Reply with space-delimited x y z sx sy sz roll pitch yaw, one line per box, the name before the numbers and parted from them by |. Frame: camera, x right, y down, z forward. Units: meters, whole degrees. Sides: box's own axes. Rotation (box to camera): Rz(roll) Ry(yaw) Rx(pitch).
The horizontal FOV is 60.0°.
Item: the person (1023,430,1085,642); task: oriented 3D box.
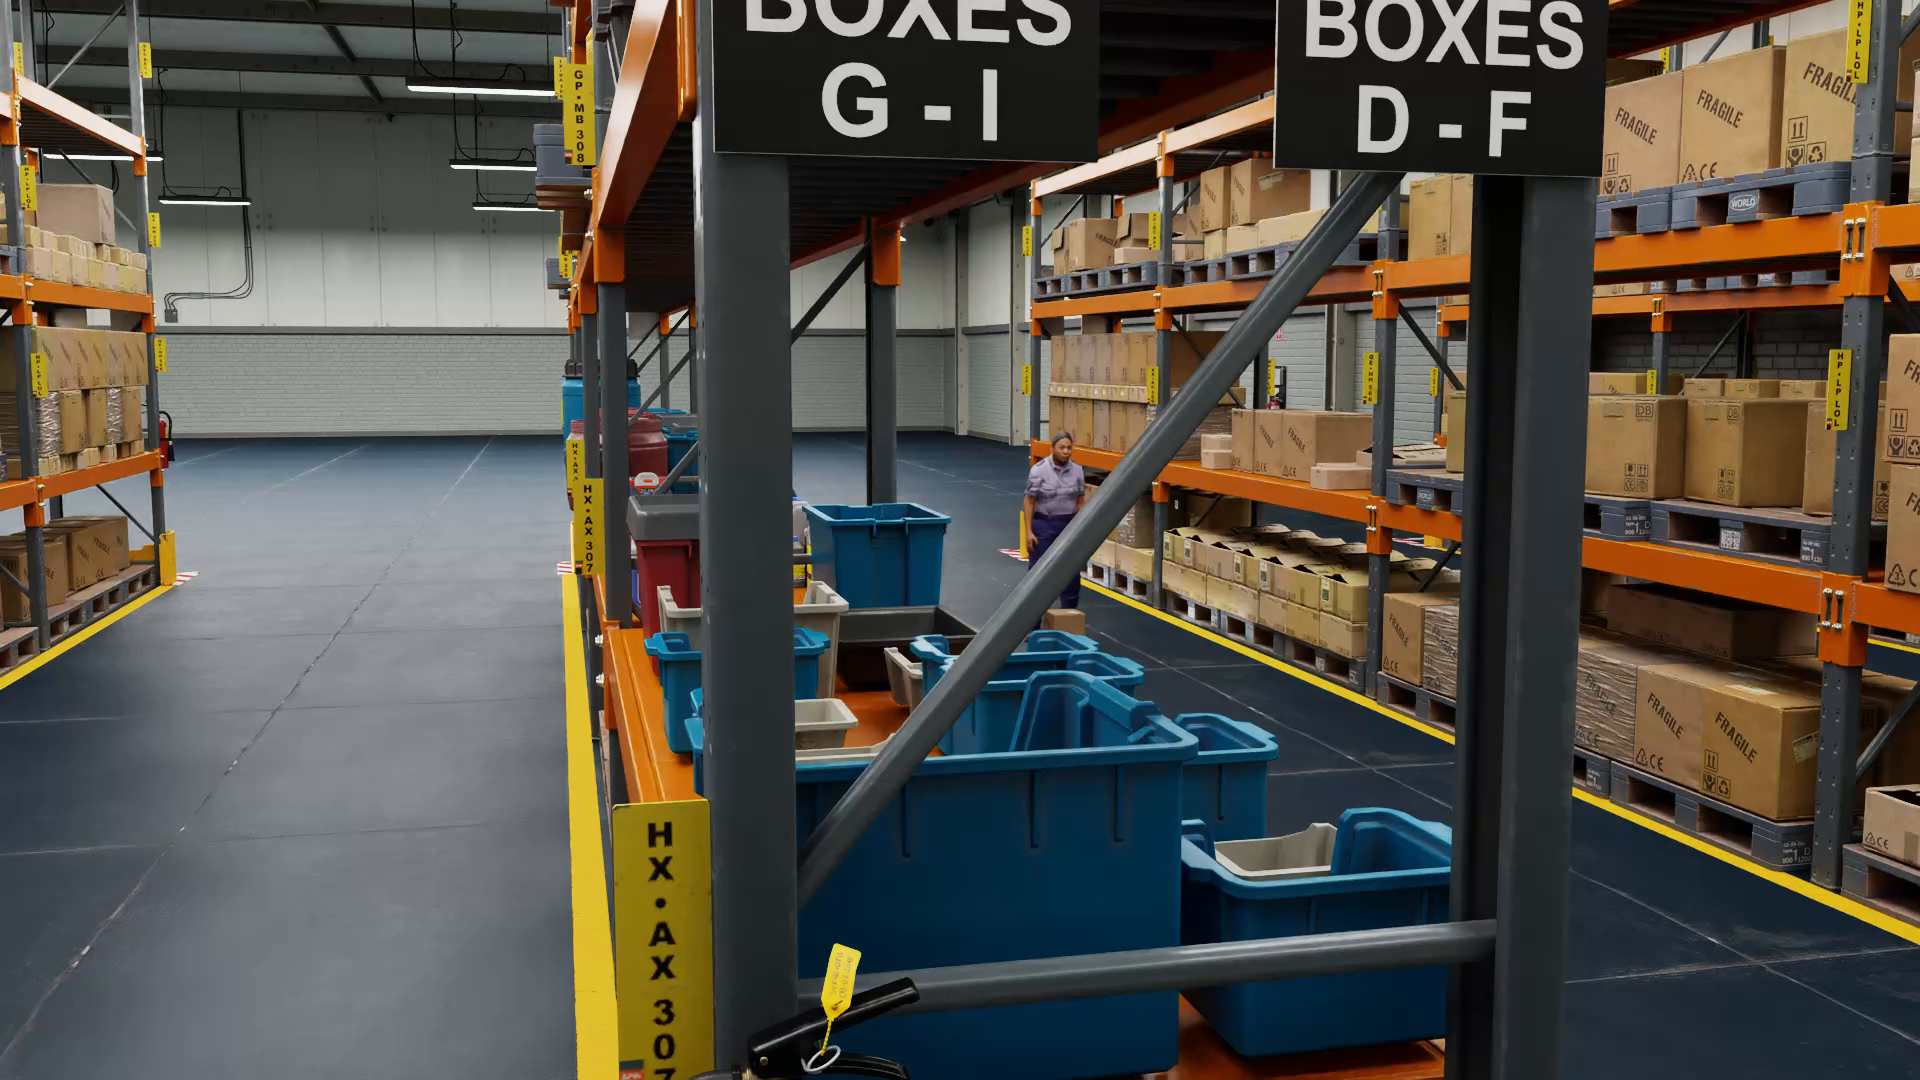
person | 0.743 -0.039 13.081 0.549 1.650 0.367 -2 6 -16
